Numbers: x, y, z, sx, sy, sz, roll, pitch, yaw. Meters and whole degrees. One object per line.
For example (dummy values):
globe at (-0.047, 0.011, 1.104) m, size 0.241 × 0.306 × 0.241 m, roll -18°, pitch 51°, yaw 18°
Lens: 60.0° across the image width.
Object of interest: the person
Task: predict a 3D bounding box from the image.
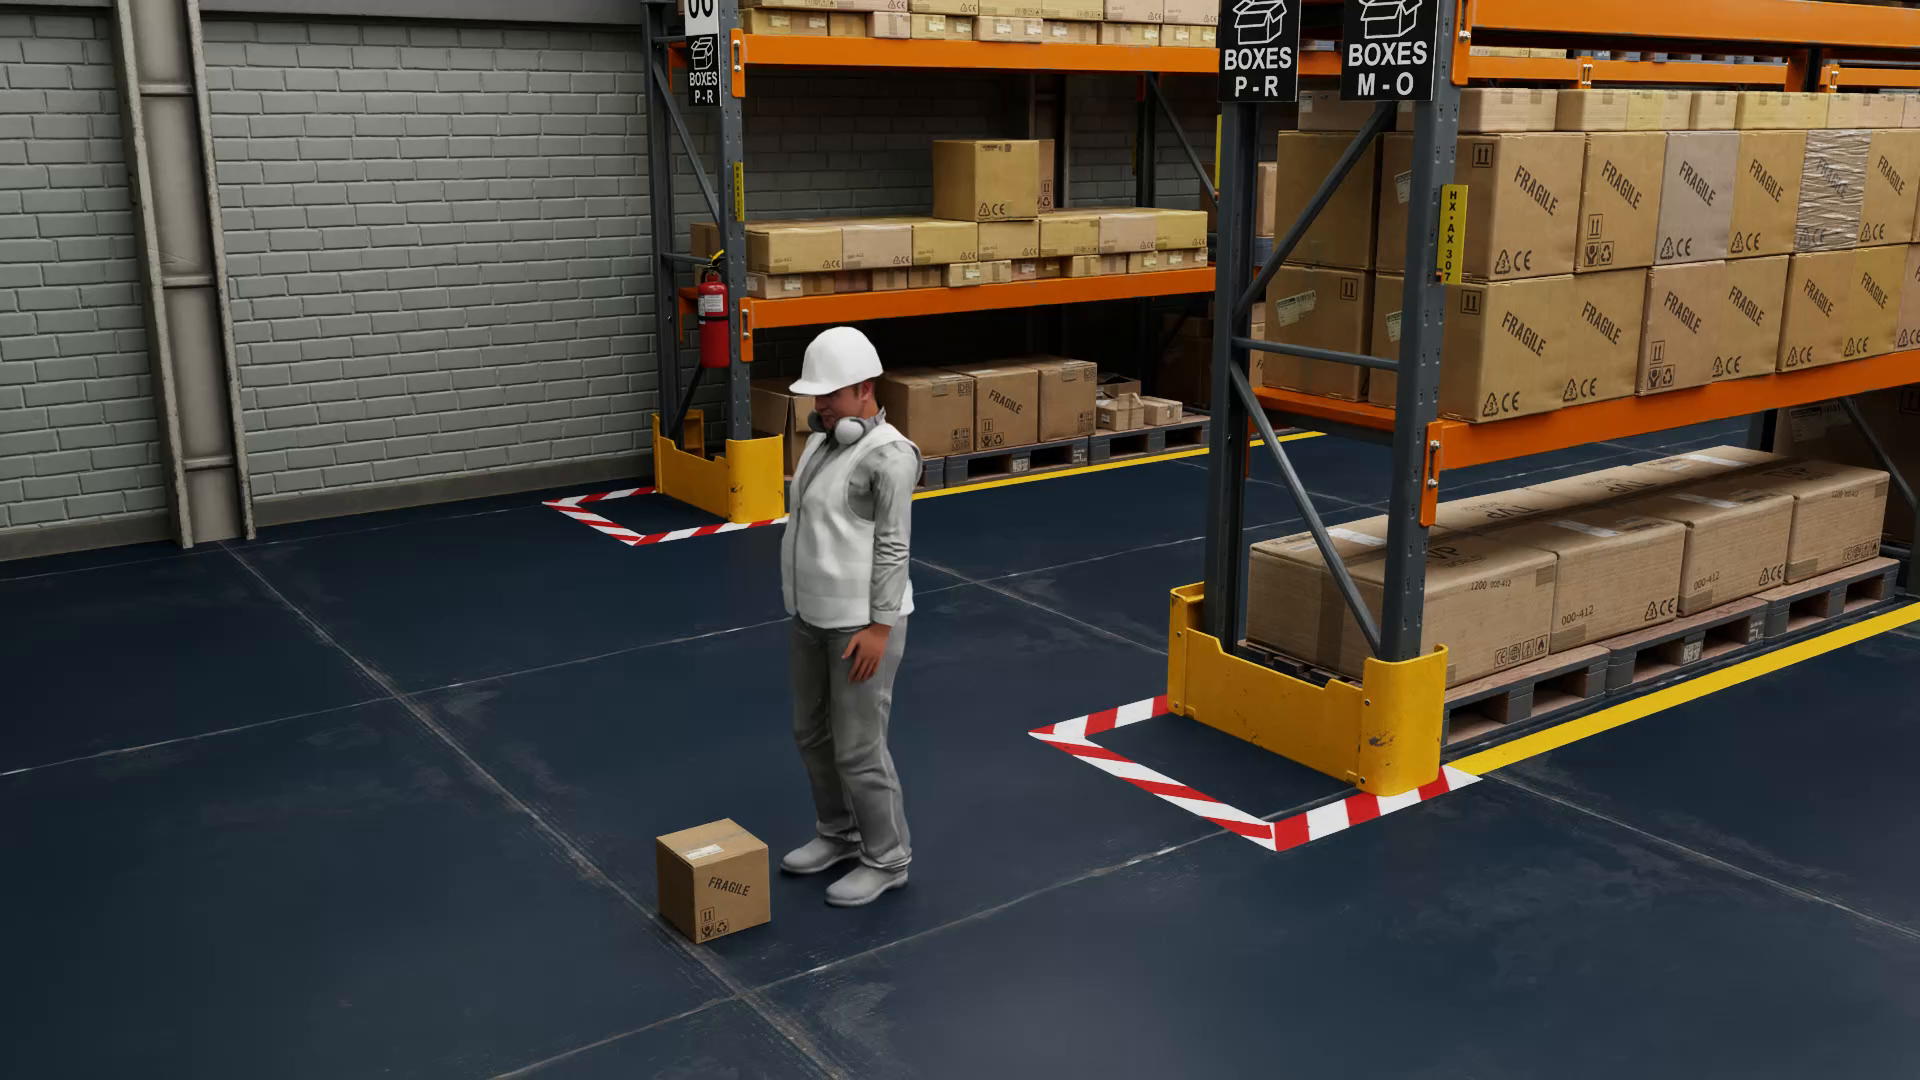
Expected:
person at (-0.337, 0.231, 5.085) m, size 0.356 × 1.767 × 0.534 m, roll -10°, pitch 17°, yaw -34°
